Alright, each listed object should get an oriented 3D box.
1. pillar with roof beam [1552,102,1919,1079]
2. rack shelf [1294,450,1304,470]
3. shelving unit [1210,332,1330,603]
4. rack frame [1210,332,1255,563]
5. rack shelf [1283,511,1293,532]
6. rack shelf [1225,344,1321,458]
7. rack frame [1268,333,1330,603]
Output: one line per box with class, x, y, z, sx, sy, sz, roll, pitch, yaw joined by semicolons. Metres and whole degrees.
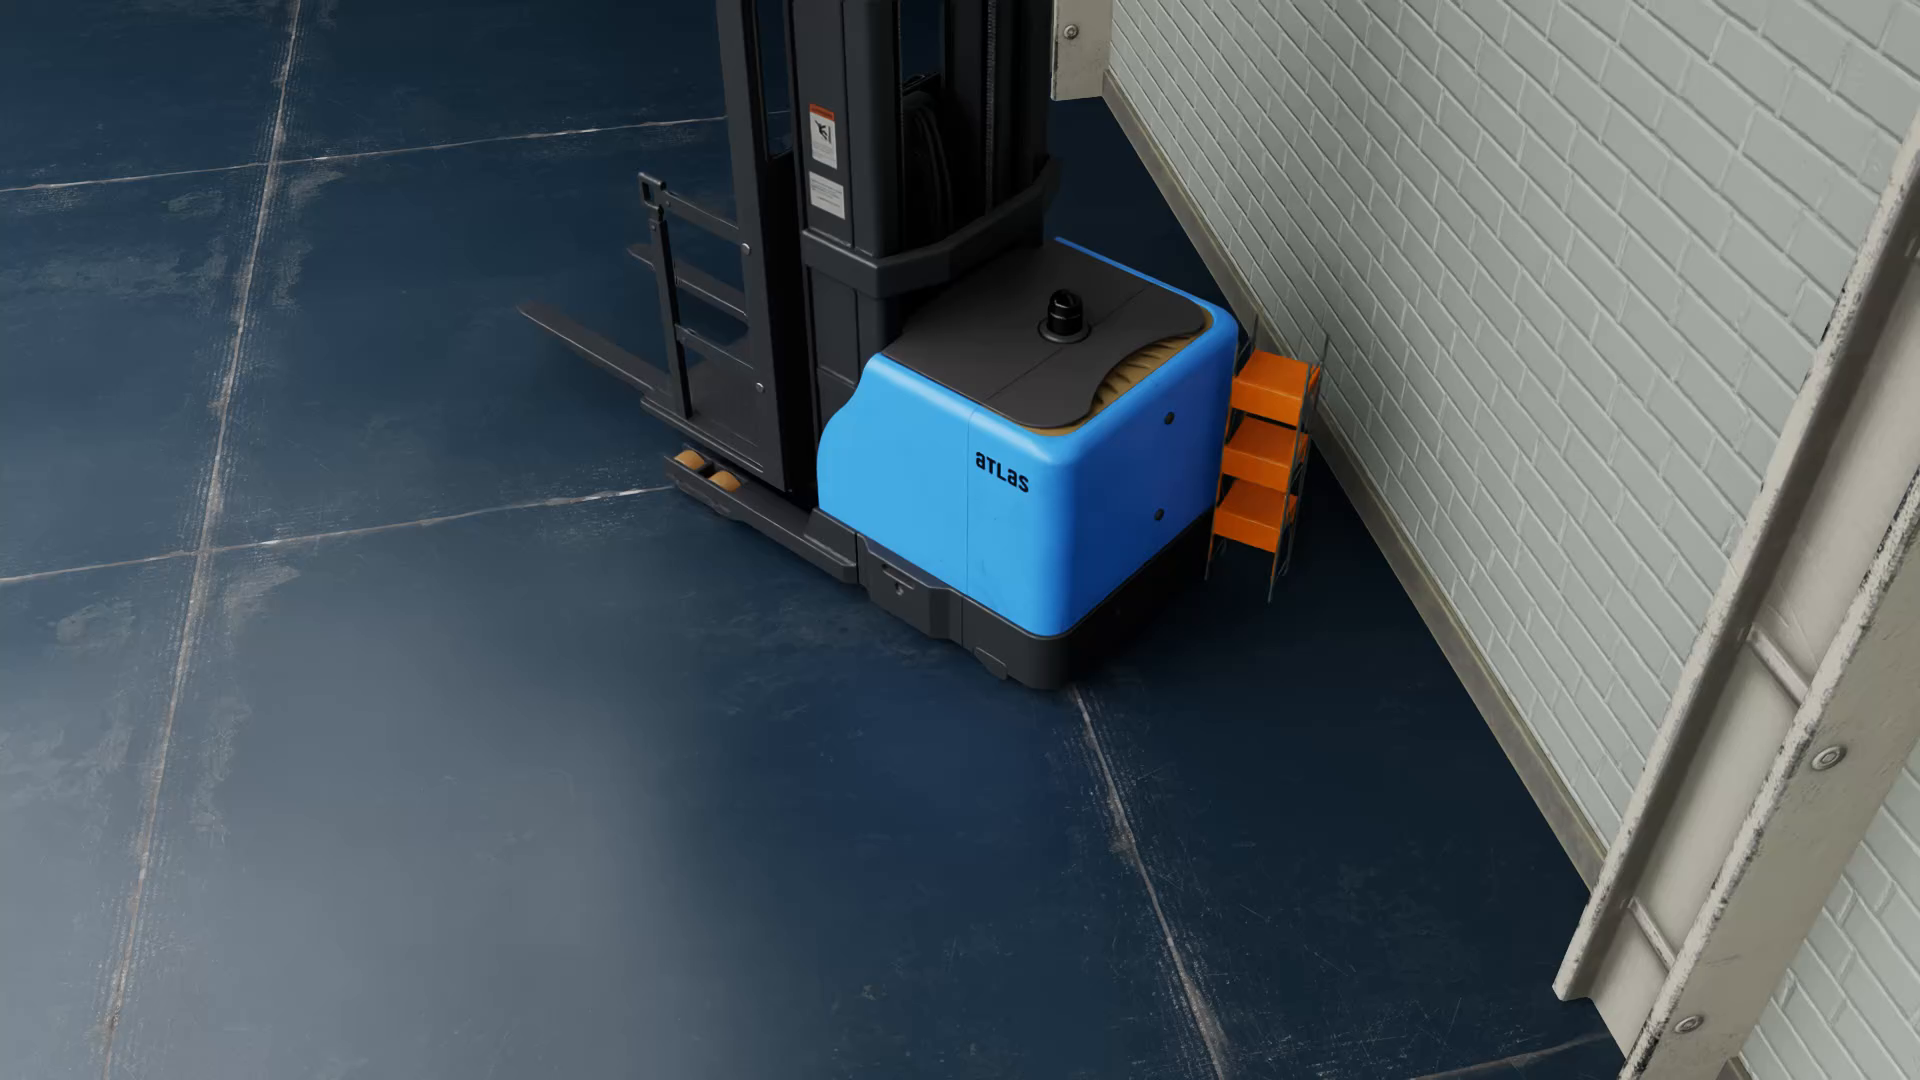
pillar with roof beam;-2.303;-1.358;1.002;9.100;9.000;0.400;-8;42;-9
rack shelf;1.051;-0.292;5.729;0.221;0.050;0.166;19;45;20
shelving unit;1.052;-0.262;5.755;0.249;1.050;0.215;19;45;20
rack frame;0.943;-0.300;5.797;0.003;0.915;0.190;19;45;20
rack shelf;1.051;-0.084;5.913;0.221;0.050;0.166;19;45;20
rack shelf;1.051;-0.467;5.573;0.240;0.259;0.215;19;45;20
rack frame;1.159;-0.225;5.713;0.008;1.050;0.200;19;45;20
